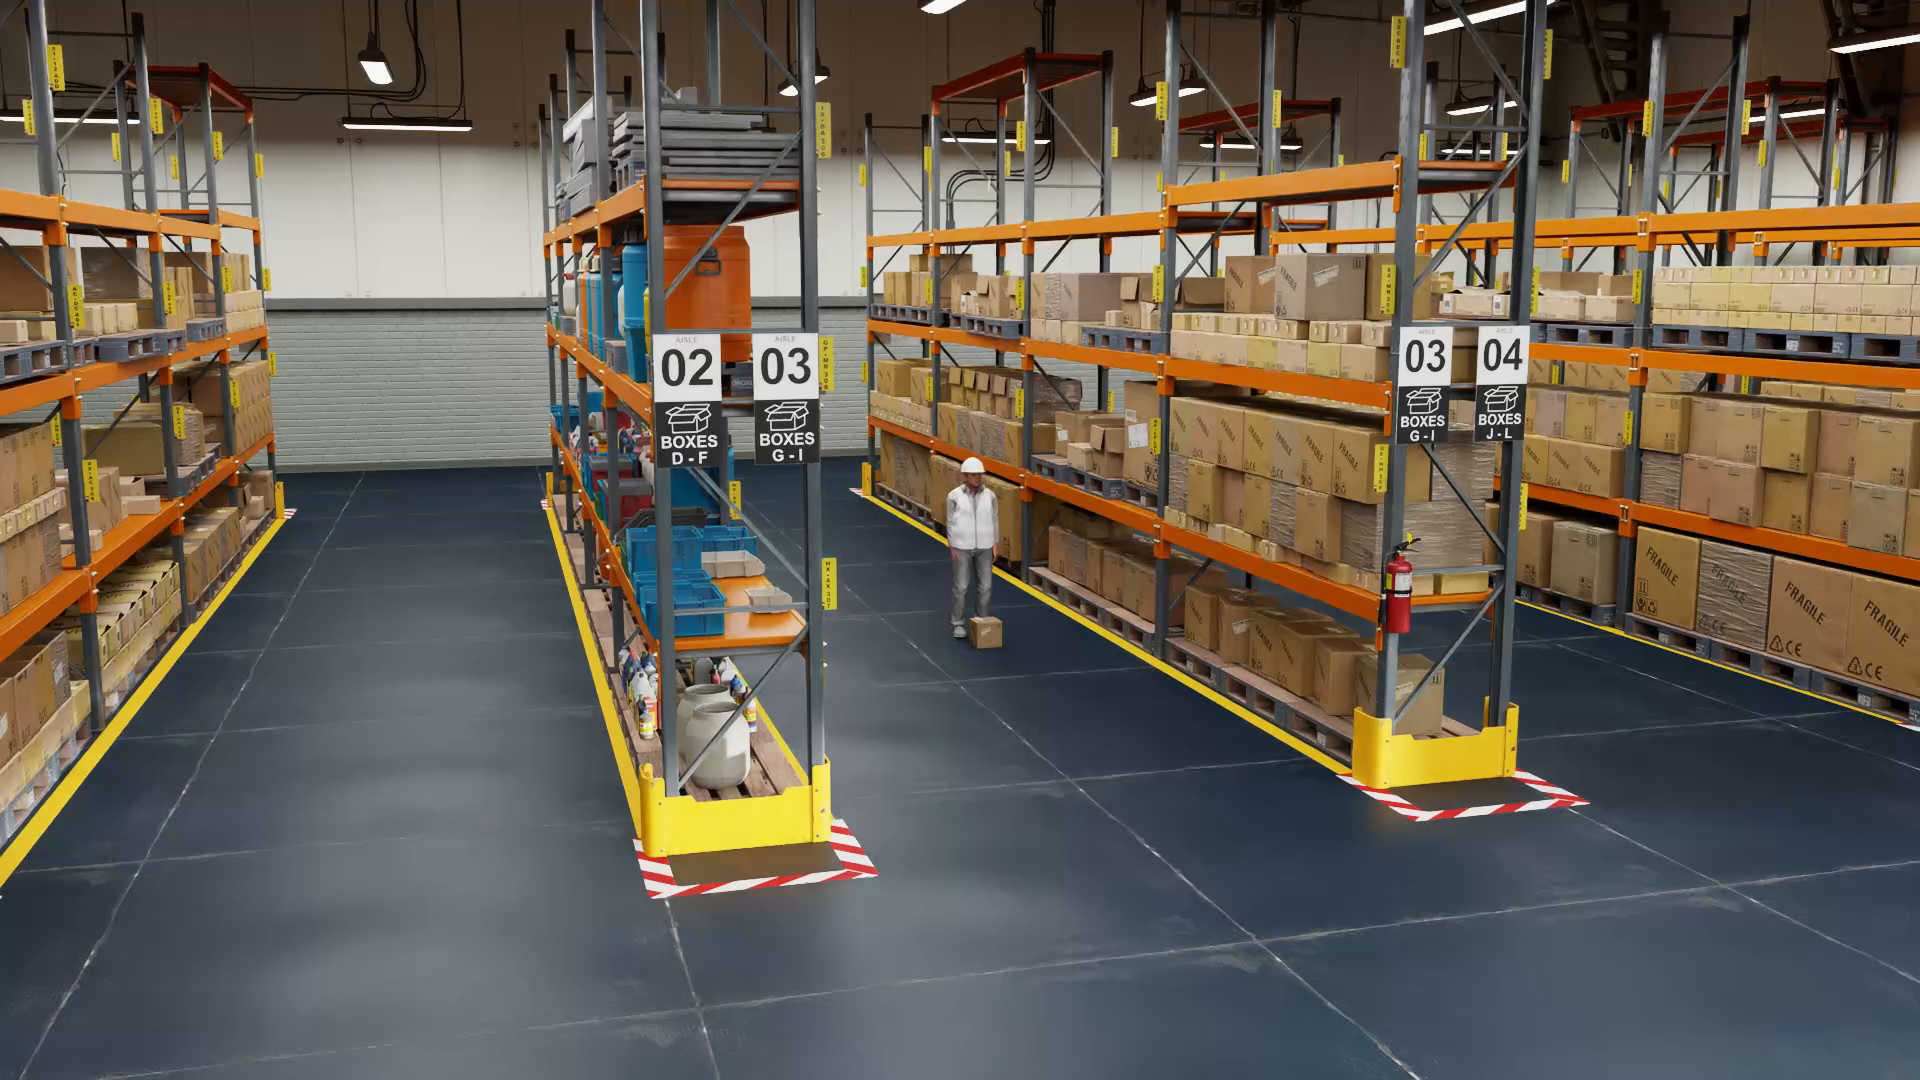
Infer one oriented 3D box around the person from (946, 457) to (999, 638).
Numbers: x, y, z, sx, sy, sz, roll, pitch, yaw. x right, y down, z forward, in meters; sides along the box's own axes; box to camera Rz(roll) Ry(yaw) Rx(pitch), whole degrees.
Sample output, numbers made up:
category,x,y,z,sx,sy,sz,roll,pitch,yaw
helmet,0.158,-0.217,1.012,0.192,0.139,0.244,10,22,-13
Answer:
category,x,y,z,sx,sy,sz,roll,pitch,yaw
person,0.134,0.069,16.375,0.532,1.768,0.360,-2,9,-15
